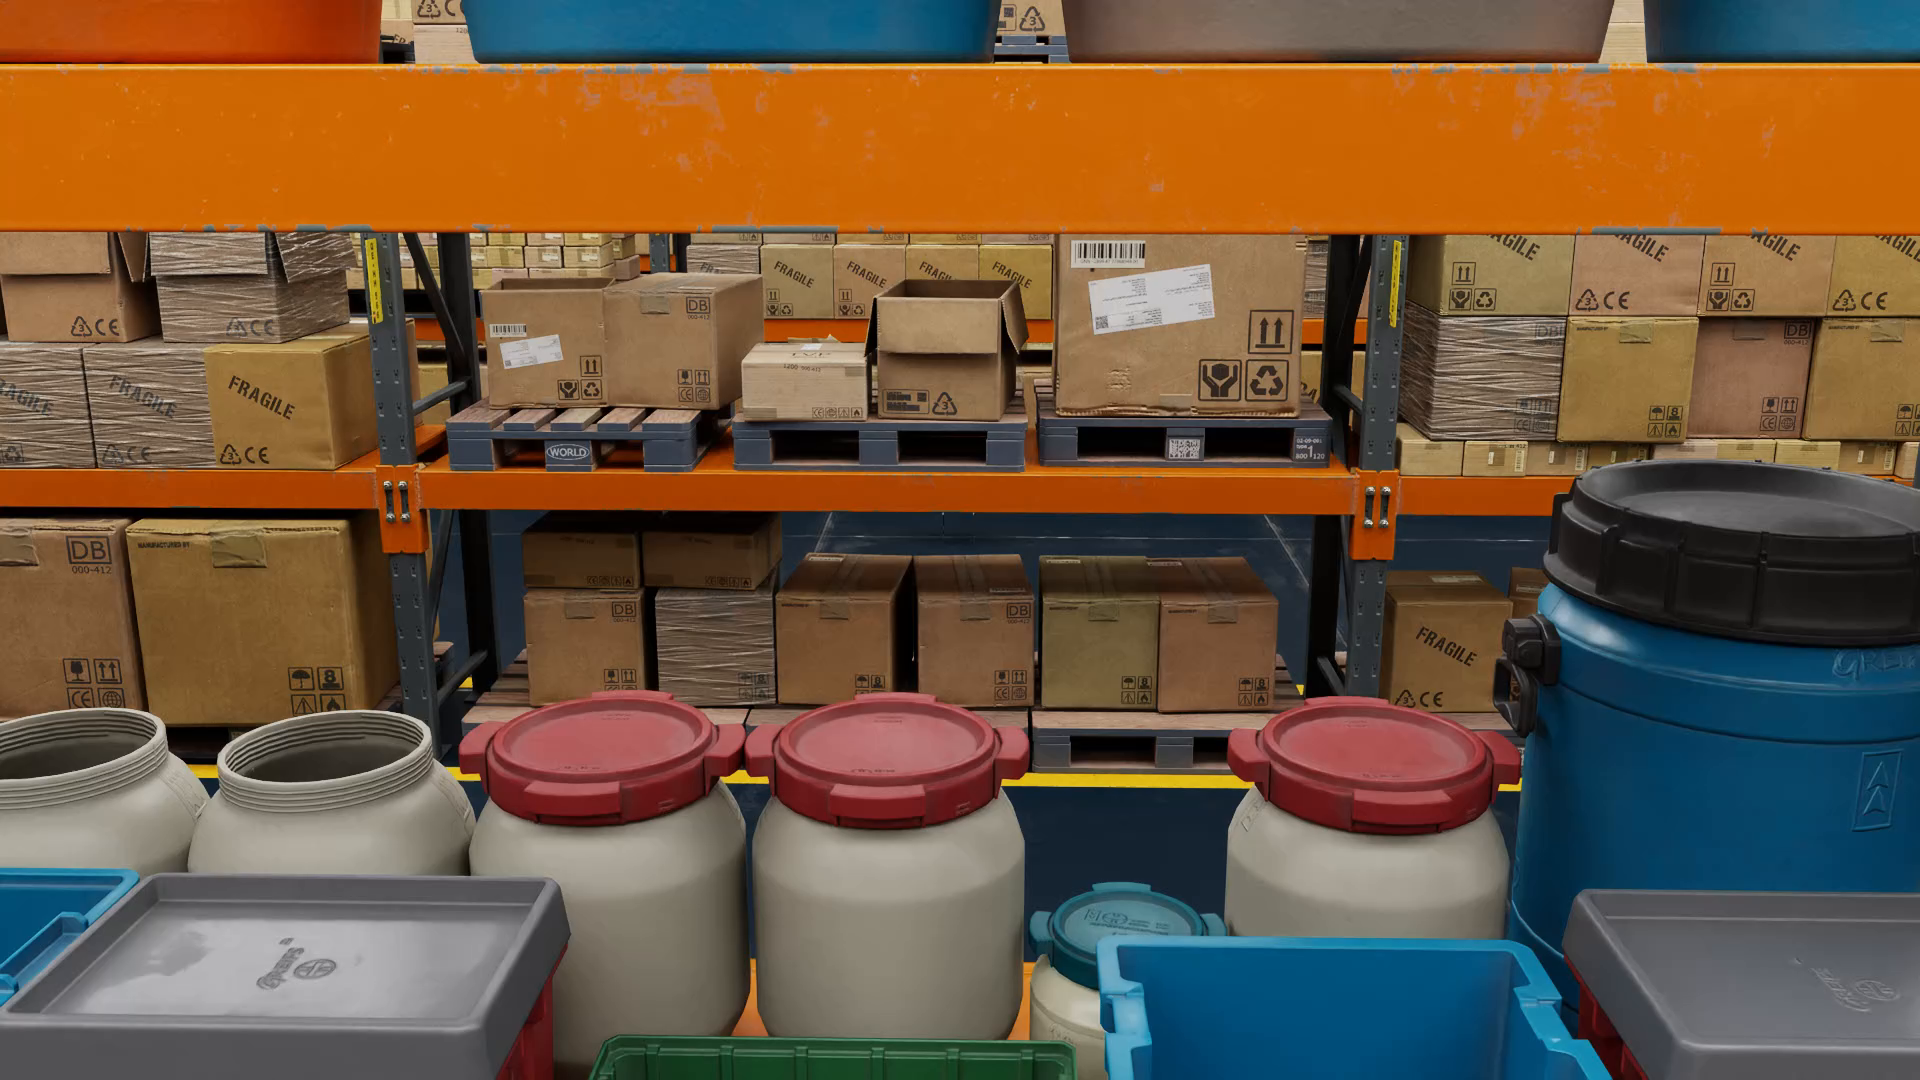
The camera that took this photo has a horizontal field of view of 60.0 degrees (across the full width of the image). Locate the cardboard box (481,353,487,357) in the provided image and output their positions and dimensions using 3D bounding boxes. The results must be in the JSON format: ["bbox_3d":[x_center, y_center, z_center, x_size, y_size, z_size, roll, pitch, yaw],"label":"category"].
[{"bbox_3d":[-3.261,-1.293,12.467,0.500,0.250,0.500,0,15,1],"label":"cardboard box"}]

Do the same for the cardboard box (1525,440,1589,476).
[{"bbox_3d":[2.407,-0.377,6.881,0.250,0.149,0.380,0,15,1],"label":"cardboard box"}]

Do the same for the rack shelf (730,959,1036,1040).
[{"bbox_3d":[-0.426,1.022,2.497,4.000,0.370,1.077,0,15,1],"label":"rack shelf"}]

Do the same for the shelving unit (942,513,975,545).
[{"bbox_3d":[-0.008,-0.435,10.725,0.210,0.900,0.258,0,15,1],"label":"shelving unit"}]

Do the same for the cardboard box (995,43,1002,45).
[{"bbox_3d":[0.170,-3.454,11.328,0.500,0.311,0.500,0,15,-1],"label":"cardboard box"}]

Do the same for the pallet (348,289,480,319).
[{"bbox_3d":[-4.051,-1.776,12.067,1.213,0.211,1.003,0,15,1],"label":"pallet"}]

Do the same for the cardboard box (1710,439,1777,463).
[{"bbox_3d":[3.157,-0.375,6.872,0.250,0.149,0.380,0,15,1],"label":"cardboard box"}]

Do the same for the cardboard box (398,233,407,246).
[{"bbox_3d":[-3.865,-2.131,11.539,0.250,0.149,0.380,1,15,4],"label":"cardboard box"}]

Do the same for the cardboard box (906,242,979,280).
[{"bbox_3d":[-0.119,-1.833,11.712,0.500,0.500,0.500,0,15,1],"label":"cardboard box"}]

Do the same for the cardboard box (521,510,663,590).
[{"bbox_3d":[-1.628,0.028,7.421,0.500,0.250,0.500,1,15,4],"label":"cardboard box"}]

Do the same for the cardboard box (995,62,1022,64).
[{"bbox_3d":[0.350,-4.659,16.210,0.500,0.250,0.500,1,15,2],"label":"cardboard box"}]

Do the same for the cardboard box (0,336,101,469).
[{"bbox_3d":[-3.816,-0.598,7.029,0.500,0.500,0.500,0,15,0],"label":"cardboard box"}]

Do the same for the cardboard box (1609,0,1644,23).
[{"bbox_3d":[2.557,-2.074,6.455,0.250,0.149,0.380,0,15,2],"label":"cardboard box"}]

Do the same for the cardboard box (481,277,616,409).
[{"bbox_3d":[-1.758,-0.860,7.201,0.500,0.500,0.500,-1,15,-5],"label":"cardboard box"}]

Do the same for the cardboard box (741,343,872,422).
[{"bbox_3d":[-0.629,-0.663,6.944,0.500,0.250,0.500,0,15,0],"label":"cardboard box"}]

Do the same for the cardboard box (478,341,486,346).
[{"bbox_3d":[-4.519,-2.343,17.184,0.875,0.875,0.875,1,15,3],"label":"cardboard box"}]

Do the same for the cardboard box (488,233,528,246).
[{"bbox_3d":[-3.086,-2.126,11.520,0.250,0.149,0.380,1,15,3],"label":"cardboard box"}]

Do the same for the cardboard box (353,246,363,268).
[{"bbox_3d":[-4.124,-1.988,11.582,0.250,0.149,0.380,0,15,0],"label":"cardboard box"}]

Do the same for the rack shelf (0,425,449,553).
[{"bbox_3d":[-4.298,-0.267,7.383,4.000,0.370,1.077,0,15,1],"label":"rack shelf"}]

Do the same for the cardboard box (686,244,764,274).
[{"bbox_3d":[-1.629,-1.843,11.749,0.500,0.500,0.500,1,15,2],"label":"cardboard box"}]

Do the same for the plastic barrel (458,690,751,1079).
[{"bbox_3d":[-0.543,0.552,2.603,0.433,0.535,0.433,0,15,0],"label":"plastic barrel"}]

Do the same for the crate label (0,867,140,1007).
[{"bbox_3d":[-1.439,0.719,2.164,0.616,0.435,0.502,0,15,1],"label":"crate label"}]

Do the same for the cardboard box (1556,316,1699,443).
[{"bbox_3d":[2.647,-0.737,6.975,0.500,0.500,0.875,0,15,1],"label":"cardboard box"}]

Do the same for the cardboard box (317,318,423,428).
[{"bbox_3d":[-2.778,-0.723,7.504,0.500,0.500,0.500,1,15,3],"label":"cardboard box"}]

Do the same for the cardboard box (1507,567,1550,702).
[{"bbox_3d":[2.672,0.444,7.353,0.500,0.500,0.500,5,16,19],"label":"cardboard box"}]

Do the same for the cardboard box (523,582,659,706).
[{"bbox_3d":[-1.628,0.393,7.507,0.500,0.500,0.700,0,15,-2],"label":"cardboard box"}]

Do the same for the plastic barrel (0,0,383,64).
[{"bbox_3d":[-0.956,-0.932,1.771,0.708,0.830,0.600,0,15,1],"label":"plastic barrel"}]

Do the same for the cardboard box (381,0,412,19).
[{"bbox_3d":[-3.768,-3.675,11.311,0.258,0.266,0.396,0,15,1],"label":"cardboard box"}]

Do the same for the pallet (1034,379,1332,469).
[{"bbox_3d":[0.940,-0.525,7.327,1.213,0.211,1.003,0,15,1],"label":"pallet"}]

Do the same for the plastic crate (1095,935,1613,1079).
[{"bbox_3d":[0.463,0.767,2.084,0.575,0.384,0.392,0,15,1],"label":"plastic crate"}]

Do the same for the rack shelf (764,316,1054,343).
[{"bbox_3d":[-0.072,-1.505,12.076,4.000,0.370,1.077,0,15,1],"label":"rack shelf"}]

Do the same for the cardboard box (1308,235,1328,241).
[{"bbox_3d":[2.296,-2.424,11.736,0.550,0.550,0.875,0,15,1],"label":"cardboard box"}]

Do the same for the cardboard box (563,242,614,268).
[{"bbox_3d":[-2.576,-1.979,11.546,0.250,0.149,0.380,1,15,3],"label":"cardboard box"}]

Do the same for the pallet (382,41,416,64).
[{"bbox_3d":[-2.944,-1.952,6.848,1.003,0.211,1.213,1,15,4],"label":"pallet"}]

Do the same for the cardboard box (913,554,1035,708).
[{"bbox_3d":[0.051,0.399,7.485,0.500,0.500,0.700,-1,15,-3],"label":"cardboard box"}]

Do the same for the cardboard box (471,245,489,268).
[{"bbox_3d":[-3.357,-1.983,11.562,0.250,0.149,0.380,0,15,2],"label":"cardboard box"}]

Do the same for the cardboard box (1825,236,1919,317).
[{"bbox_3d":[3.643,-1.177,6.683,0.500,0.500,0.500,0,15,1],"label":"cardboard box"}]

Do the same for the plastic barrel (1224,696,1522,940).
[{"bbox_3d":[0.623,0.559,2.574,0.433,0.535,0.433,0,15,0],"label":"plastic barrel"}]

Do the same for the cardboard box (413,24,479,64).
[{"bbox_3d":[-1.835,-1.912,6.621,0.500,0.250,0.500,1,15,2],"label":"cardboard box"}]

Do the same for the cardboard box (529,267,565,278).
[{"bbox_3d":[-2.824,-1.836,11.588,0.250,0.149,0.380,0,15,1],"label":"cardboard box"}]

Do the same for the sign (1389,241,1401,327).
[{"bbox_3d":[1.689,-0.994,6.459,0.005,0.325,0.100,0,15,1],"label":"sign"}]

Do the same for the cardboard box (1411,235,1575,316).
[{"bbox_3d":[2.143,-1.184,6.708,0.500,0.500,0.500,0,15,1],"label":"cardboard box"}]

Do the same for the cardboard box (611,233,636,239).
[{"bbox_3d":[-2.532,-2.288,12.135,0.250,0.149,0.380,0,15,2],"label":"cardboard box"}]

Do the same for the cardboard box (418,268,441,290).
[{"bbox_3d":[-3.599,-1.841,11.609,0.250,0.149,0.380,0,15,-1],"label":"cardboard box"}]

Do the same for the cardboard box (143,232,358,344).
[{"bbox_3d":[-3.029,-1.144,7.135,0.637,0.503,0.797,1,15,3],"label":"cardboard box"}]

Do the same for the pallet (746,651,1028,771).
[{"bbox_3d":[-0.301,0.760,7.544,1.213,0.211,1.003,0,15,1],"label":"pallet"}]

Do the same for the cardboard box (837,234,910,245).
[{"bbox_3d":[-0.604,-2.387,11.851,0.500,0.500,0.700,0,15,1],"label":"cardboard box"}]

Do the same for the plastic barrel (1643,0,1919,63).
[{"bbox_3d":[1.060,-0.954,1.712,0.708,0.901,0.600,0,15,1],"label":"plastic barrel"}]

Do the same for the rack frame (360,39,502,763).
[{"bbox_3d":[-2.299,-0.602,7.242,0.127,3.000,1.000,0,15,1],"label":"rack frame"}]

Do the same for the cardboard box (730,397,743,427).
[{"bbox_3d":[-1.465,-0.955,12.165,0.750,0.750,1.050,0,15,1],"label":"cardboard box"}]

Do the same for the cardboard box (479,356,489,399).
[{"bbox_3d":[-3.266,-1.161,11.969,0.500,0.250,0.500,1,15,2],"label":"cardboard box"}]

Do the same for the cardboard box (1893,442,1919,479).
[{"bbox_3d":[3.906,-0.361,6.819,0.250,0.149,0.380,0,15,1],"label":"cardboard box"}]
